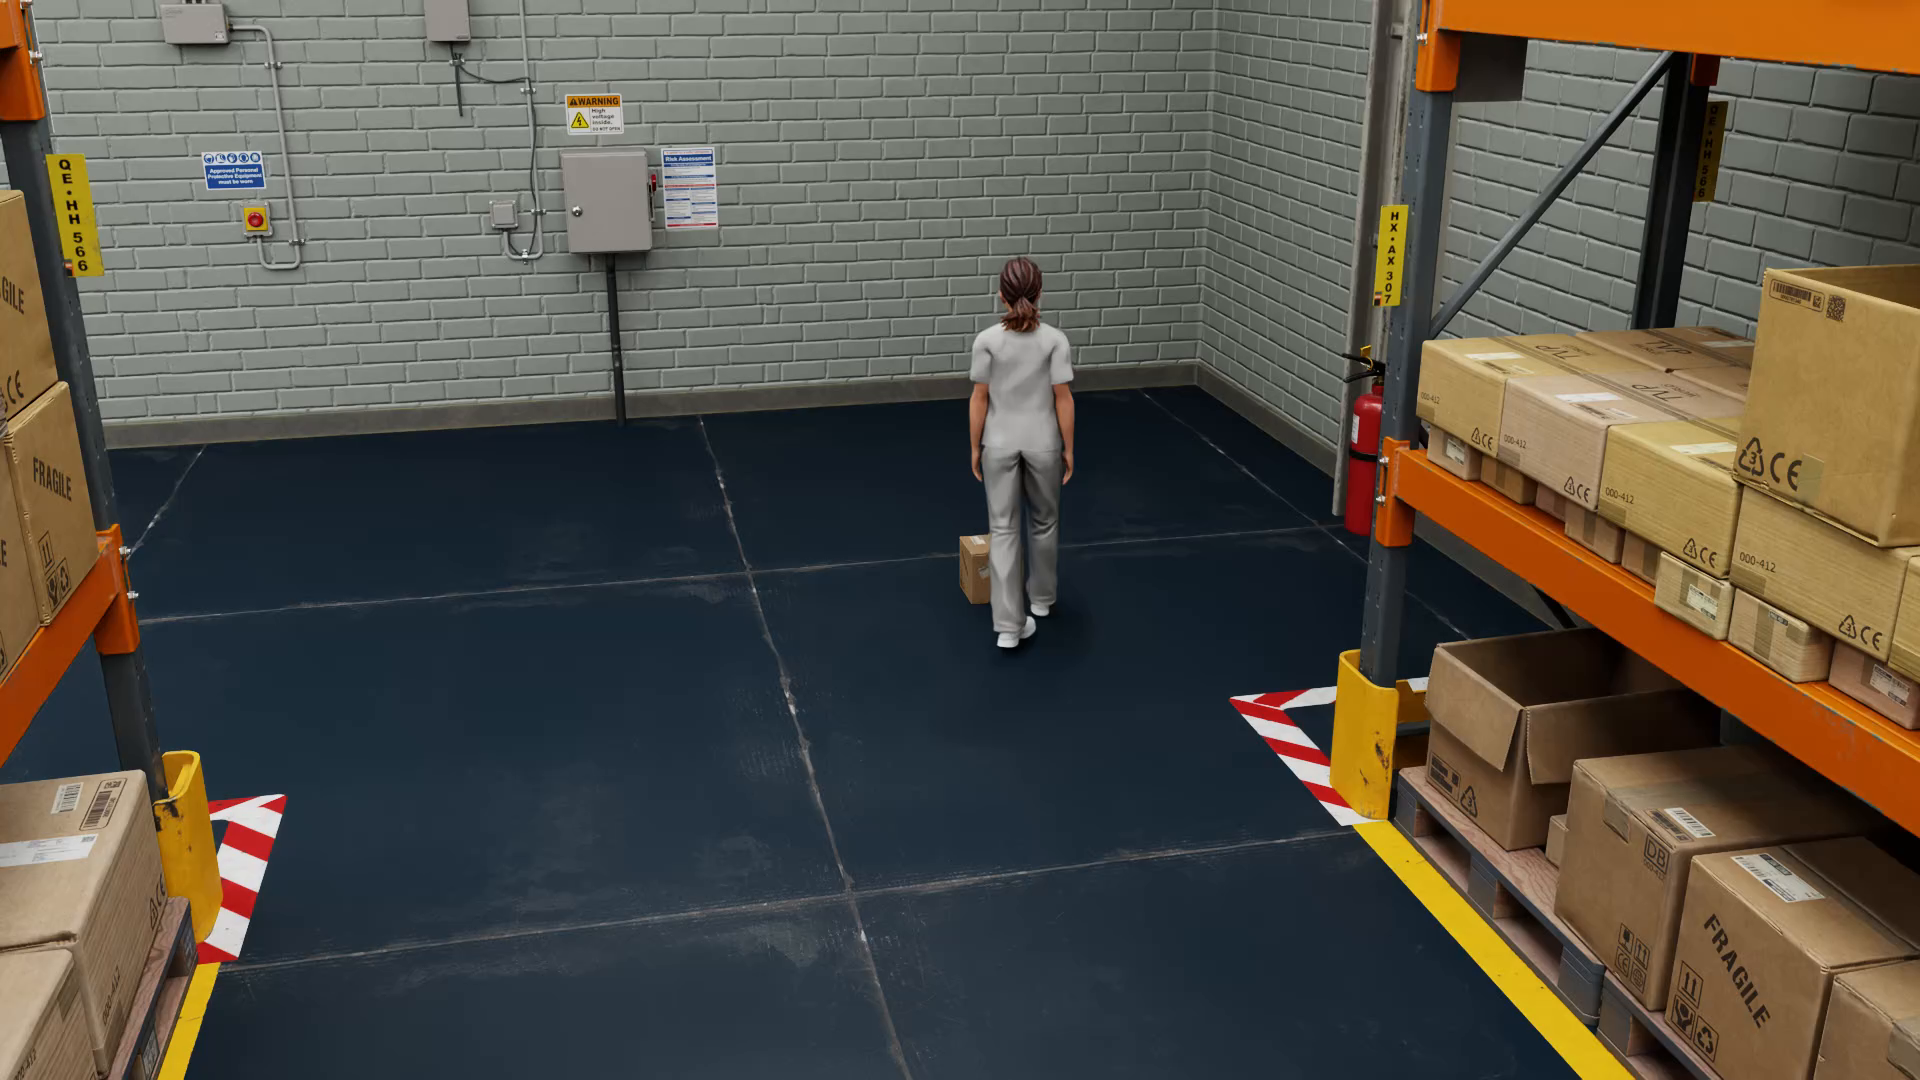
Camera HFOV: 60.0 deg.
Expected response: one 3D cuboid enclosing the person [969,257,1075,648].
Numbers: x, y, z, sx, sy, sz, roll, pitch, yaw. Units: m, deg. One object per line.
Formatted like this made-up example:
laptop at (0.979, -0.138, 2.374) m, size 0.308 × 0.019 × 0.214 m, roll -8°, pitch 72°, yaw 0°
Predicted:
person at (0.268, -0.413, 7.220) m, size 0.450 × 1.662 × 0.691 m, roll 1°, pitch 20°, yaw 3°
